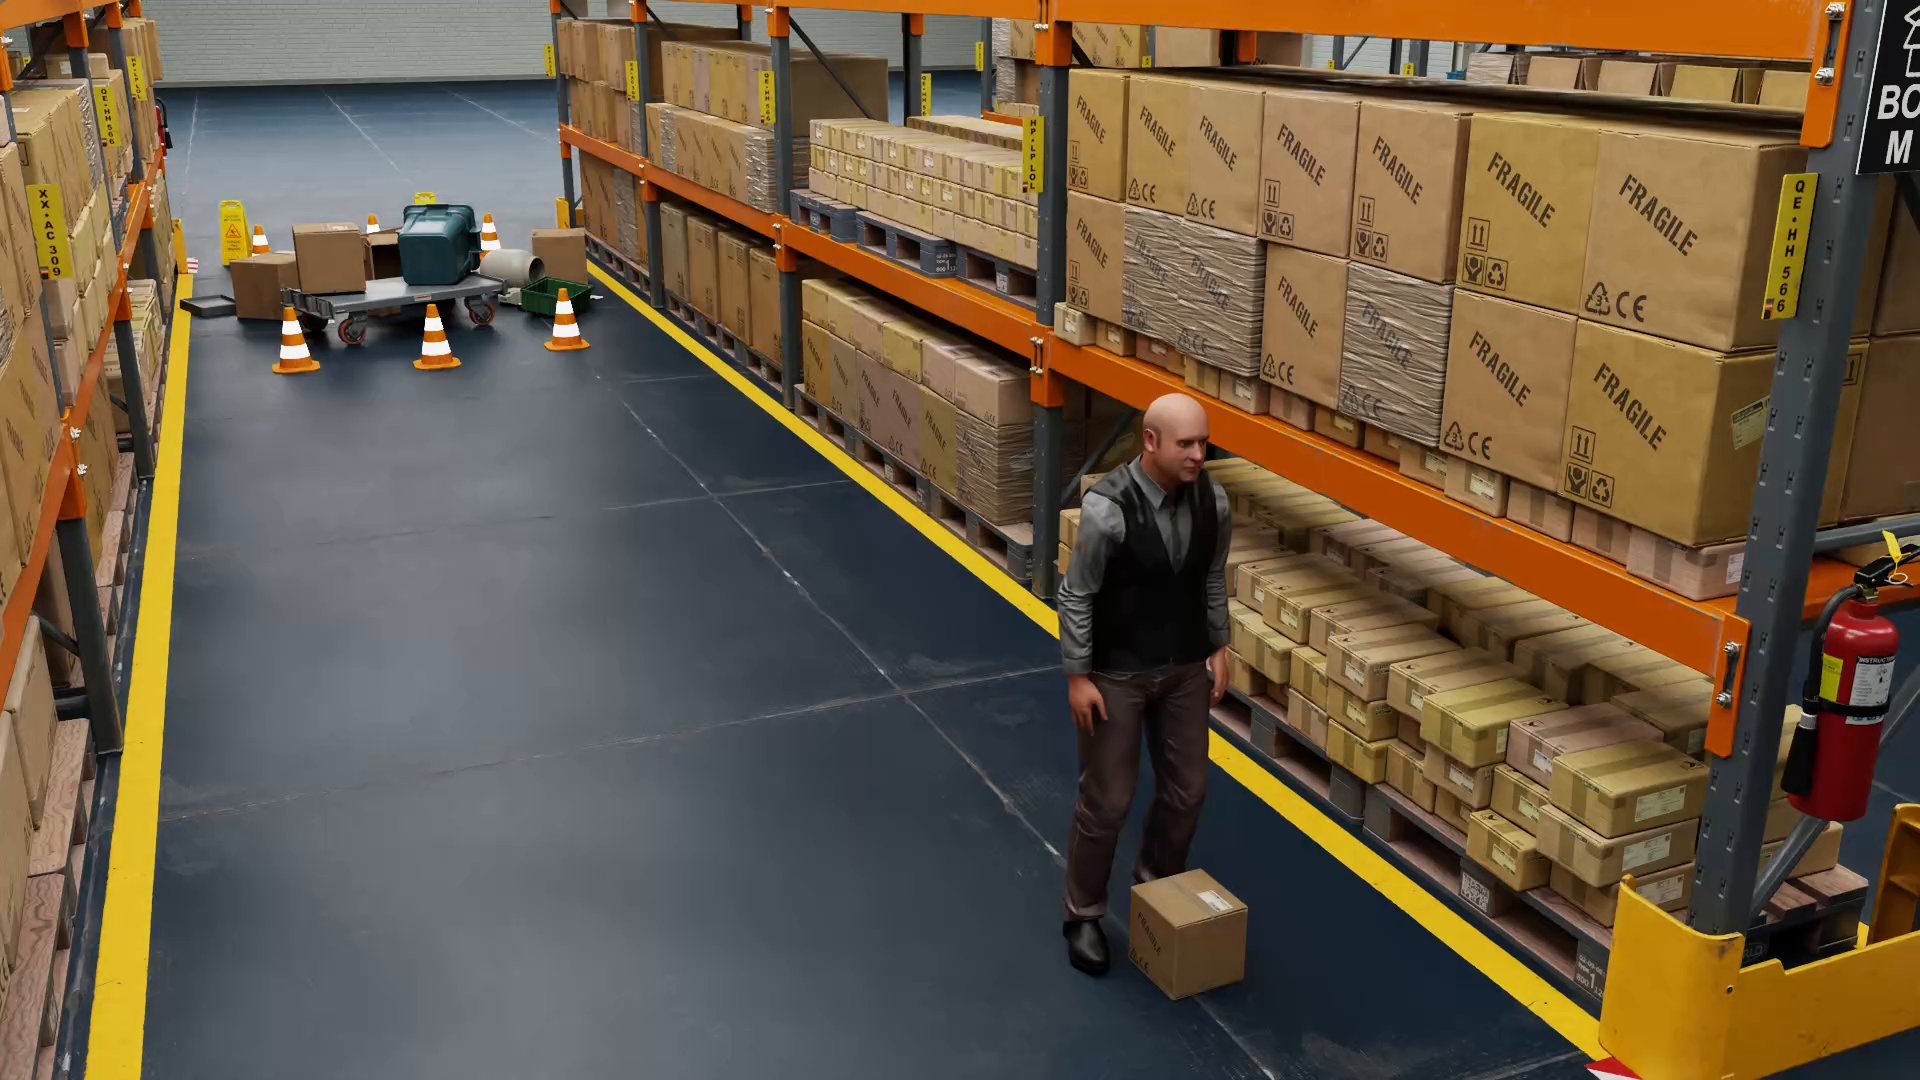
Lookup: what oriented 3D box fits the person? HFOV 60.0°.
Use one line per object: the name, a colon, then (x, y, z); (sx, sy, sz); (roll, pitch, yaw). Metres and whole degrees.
person: (0.546, 0.392, 4.944); (0.587, 1.720, 0.421); (-10, 21, -26)
